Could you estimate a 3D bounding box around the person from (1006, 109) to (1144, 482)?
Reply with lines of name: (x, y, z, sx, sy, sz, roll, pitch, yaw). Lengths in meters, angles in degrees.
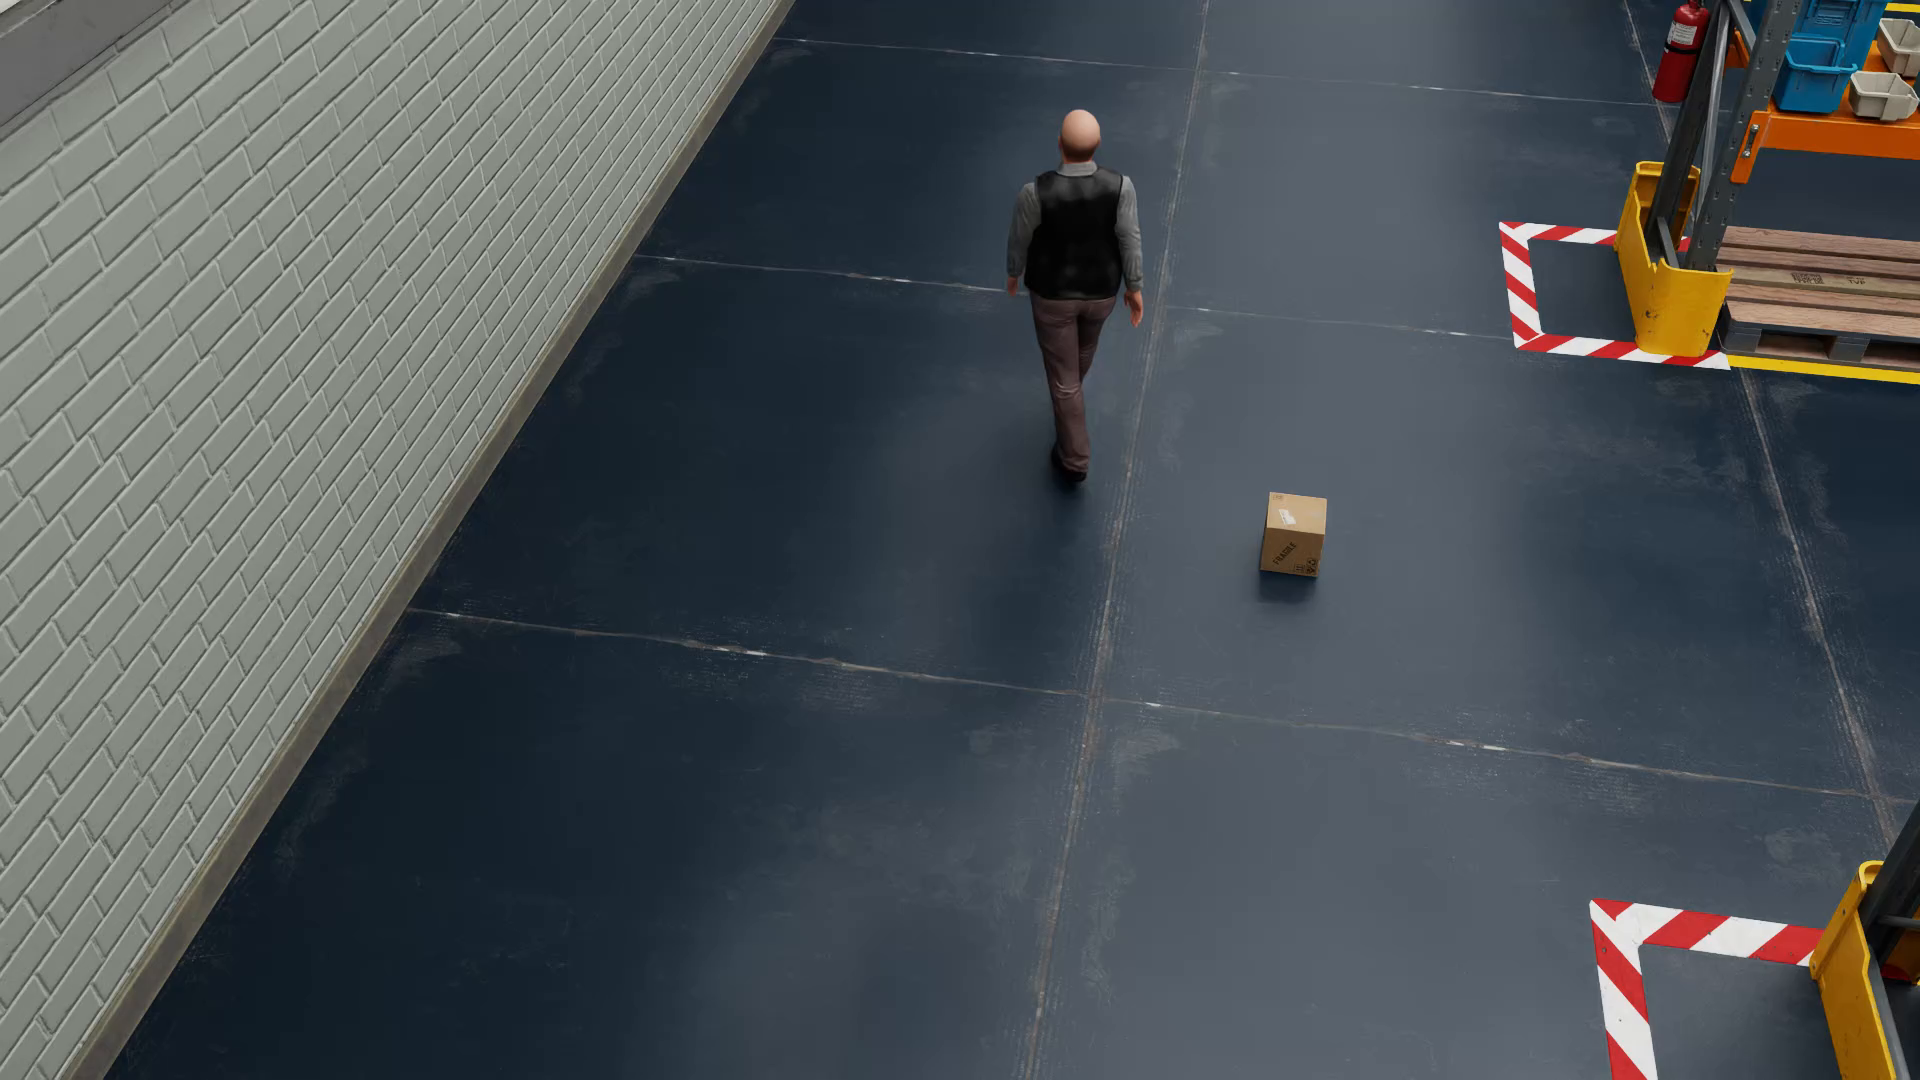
person: (0.497, -1.191, 7.564, 0.585, 1.666, 0.985, -8, 41, -9)
